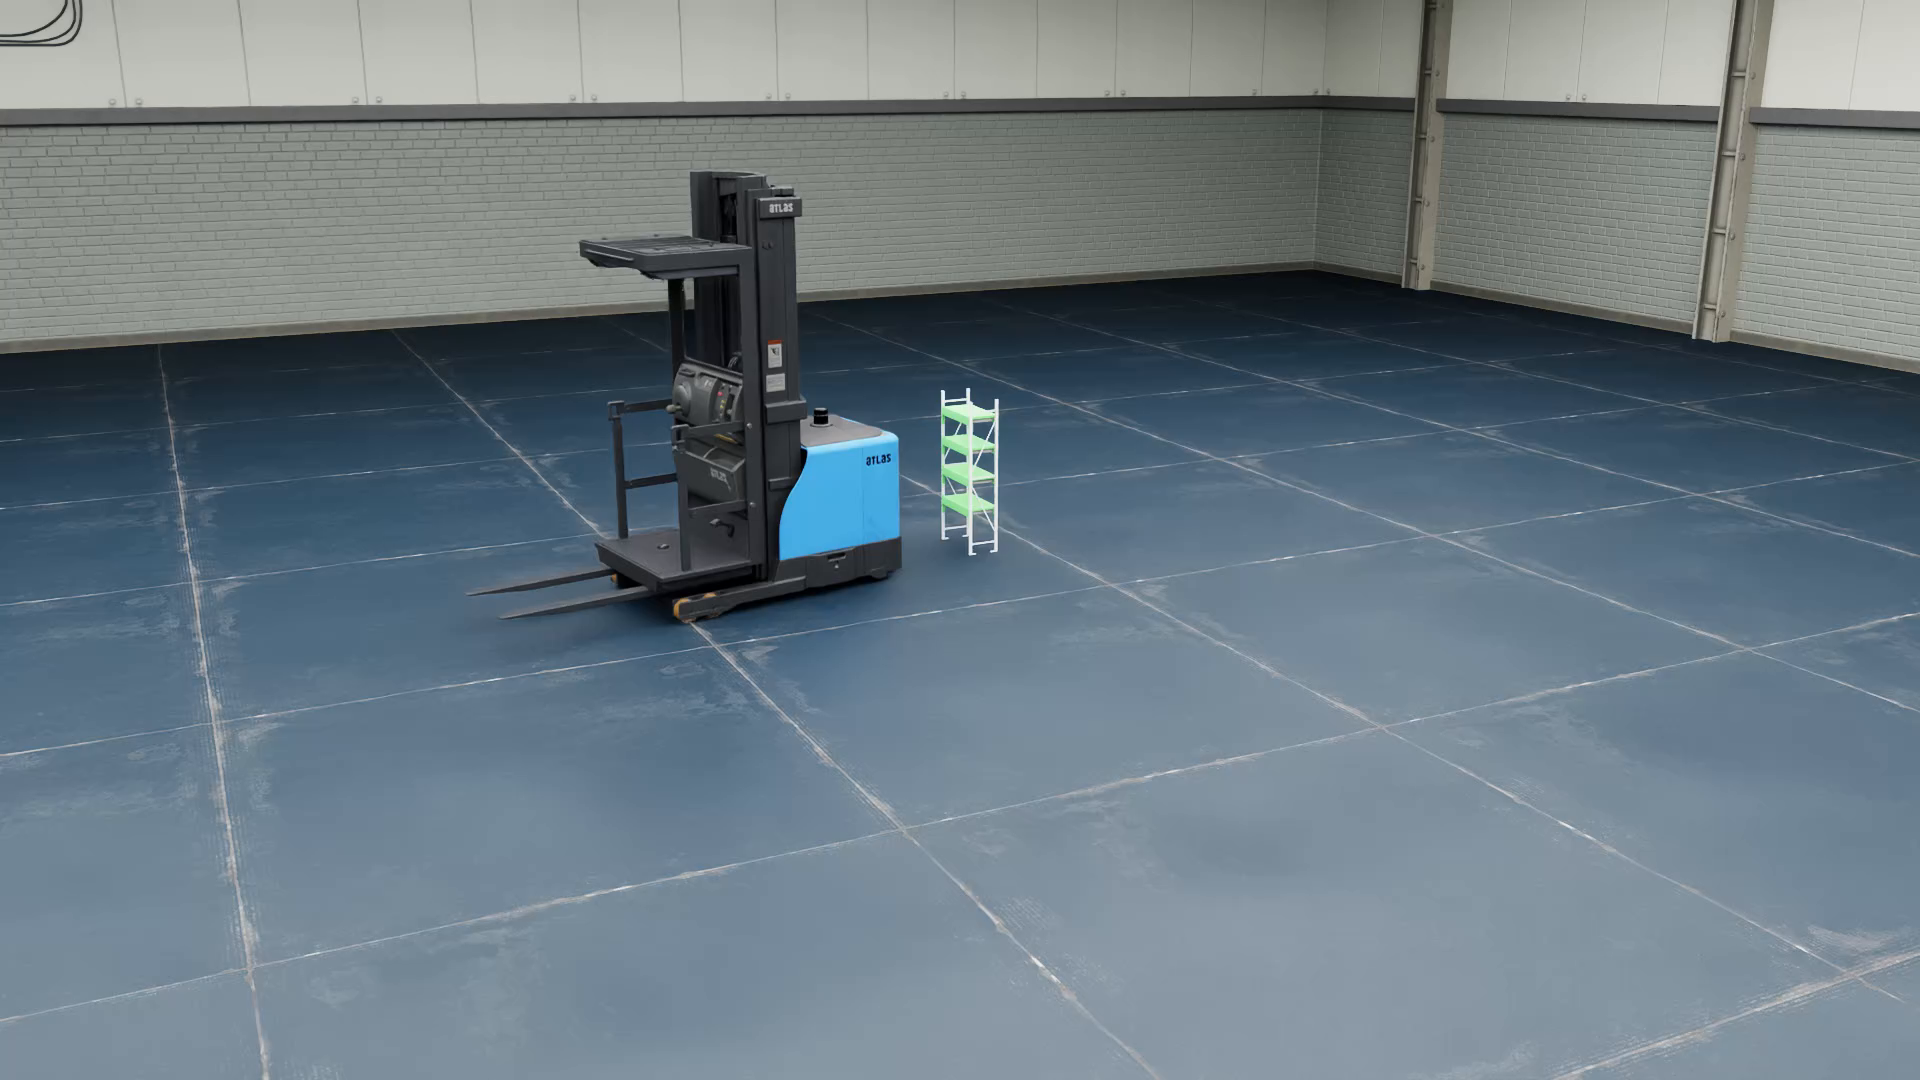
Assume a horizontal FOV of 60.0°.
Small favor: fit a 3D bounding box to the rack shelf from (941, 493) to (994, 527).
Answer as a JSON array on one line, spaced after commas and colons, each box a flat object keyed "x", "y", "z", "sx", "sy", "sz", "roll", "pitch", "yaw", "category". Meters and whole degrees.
[{"x": 0.073, "y": -0.244, "z": 13.026, "sx": 0.258, "sy": 0.148, "sz": 0.480, "roll": -8, "pitch": 18, "yaw": -25, "category": "rack shelf"}]

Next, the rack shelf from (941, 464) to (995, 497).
[{"x": 0.073, "y": -0.474, "z": 12.960, "sx": 0.258, "sy": 0.148, "sz": 0.480, "roll": -8, "pitch": 18, "yaw": -25, "category": "rack shelf"}]

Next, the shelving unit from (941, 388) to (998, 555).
[{"x": 0.073, "y": -0.536, "z": 12.942, "sx": 0.258, "sy": 1.200, "sz": 0.503, "roll": -8, "pitch": 18, "yaw": -25, "category": "shelving unit"}]

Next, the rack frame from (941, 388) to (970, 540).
[{"x": -0.034, "y": -0.596, "z": 13.153, "sx": 0.240, "sy": 1.200, "sz": 0.015, "roll": -8, "pitch": 18, "yaw": -25, "category": "rack frame"}]

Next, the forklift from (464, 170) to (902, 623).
[{"x": -1.923, "y": -1.010, "z": 11.457, "sx": 3.031, "sy": 2.935, "sz": 1.130, "roll": -11, "pitch": 20, "yaw": -34, "category": "forklift"}]

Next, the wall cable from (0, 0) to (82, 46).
[{"x": -12.188, "y": -8.427, "z": 20.137, "sx": 2.305, "sy": 6.003, "sz": 0.169, "roll": -8, "pitch": 18, "yaw": -25, "category": "wall cable"}]

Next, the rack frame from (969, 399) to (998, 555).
[{"x": 0.179, "y": -0.475, "z": 12.731, "sx": 0.240, "sy": 1.200, "sz": 0.015, "roll": -8, "pitch": 18, "yaw": -25, "category": "rack frame"}]

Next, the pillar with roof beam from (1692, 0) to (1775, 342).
[{"x": 6.448, "y": -6.558, "z": 19.788, "sx": 9.100, "sy": 9.000, "sz": 0.400, "roll": -8, "pitch": 18, "yaw": -25, "category": "pillar with roof beam"}]

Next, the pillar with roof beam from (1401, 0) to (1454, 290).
[{"x": 3.819, "y": -8.045, "z": 24.972, "sx": 9.100, "sy": 9.000, "sz": 0.400, "roll": -8, "pitch": 18, "yaw": -25, "category": "pillar with roof beam"}]

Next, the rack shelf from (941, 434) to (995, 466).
[{"x": 0.072, "y": -0.705, "z": 12.894, "sx": 0.258, "sy": 0.148, "sz": 0.480, "roll": -8, "pitch": 18, "yaw": -25, "category": "rack shelf"}]

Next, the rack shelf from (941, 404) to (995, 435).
[{"x": 0.072, "y": -0.936, "z": 12.827, "sx": 0.258, "sy": 0.148, "sz": 0.480, "roll": -8, "pitch": 18, "yaw": -25, "category": "rack shelf"}]
